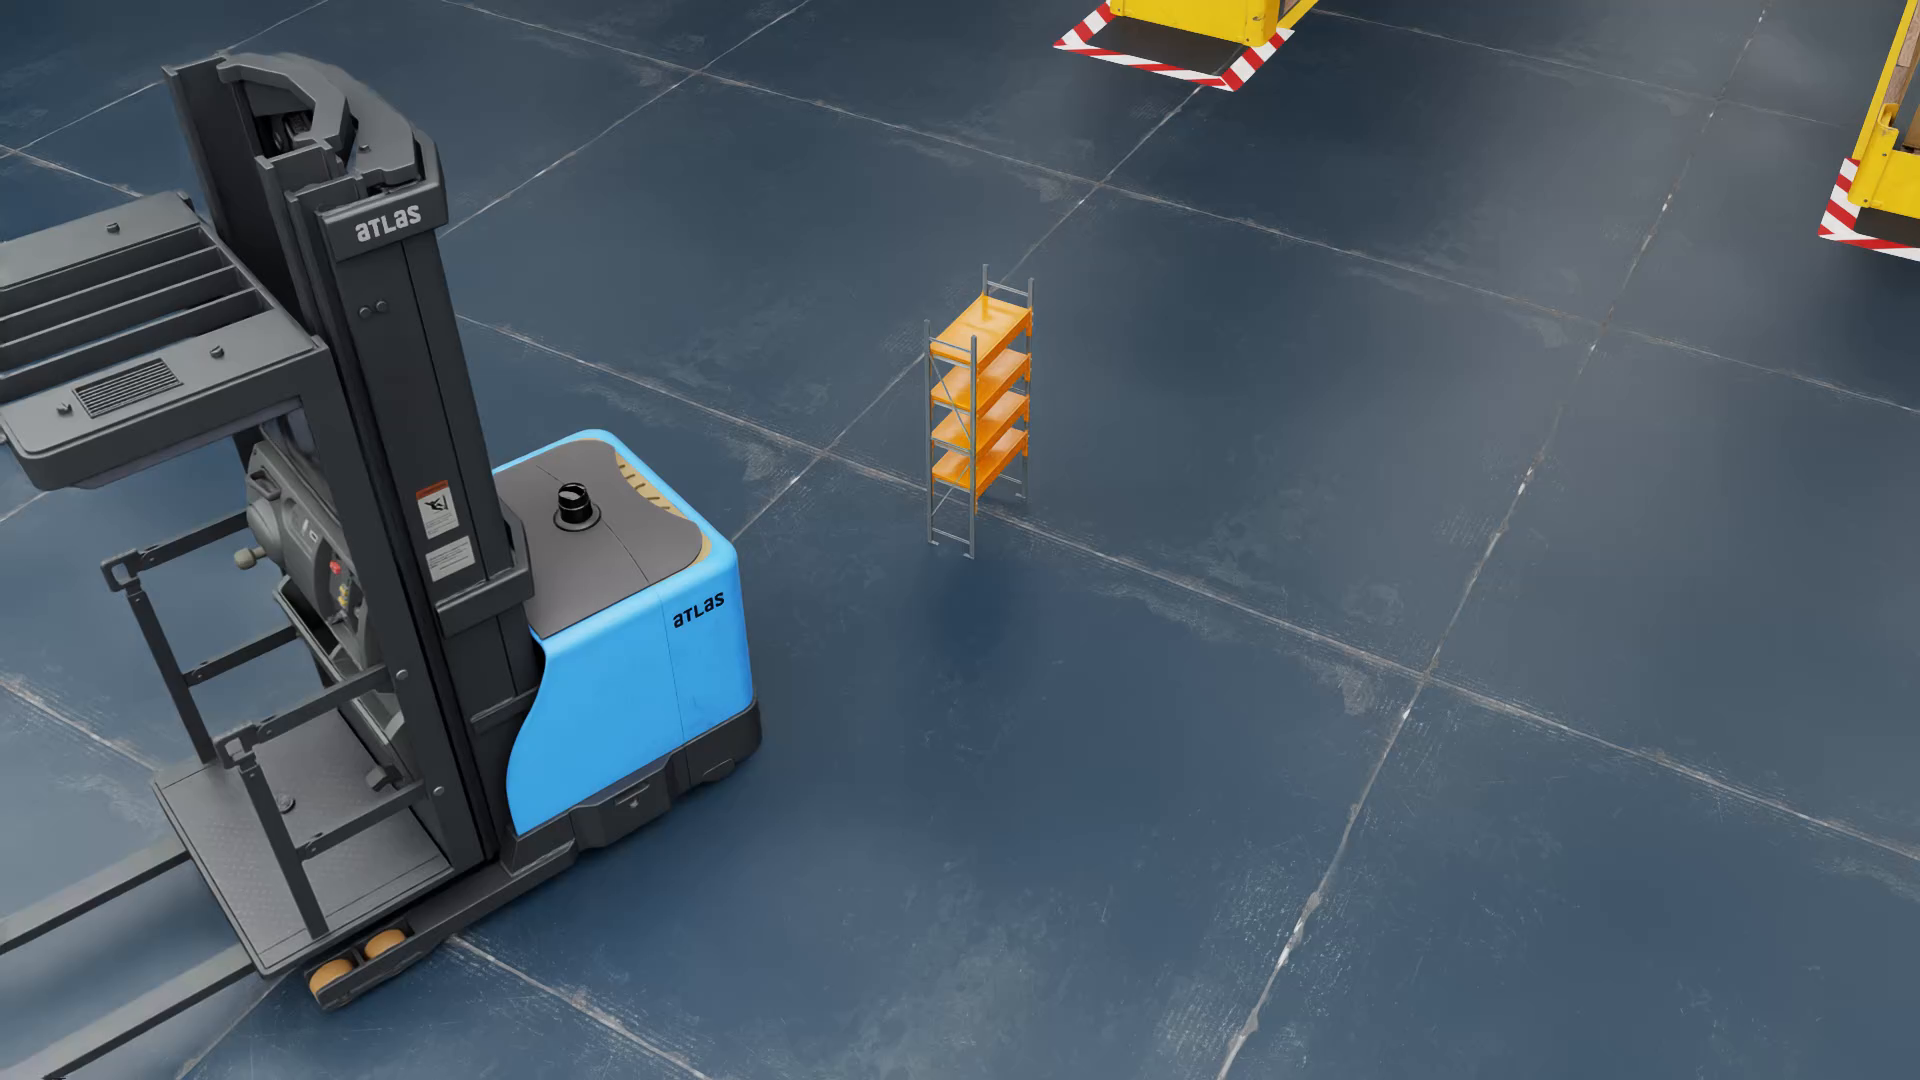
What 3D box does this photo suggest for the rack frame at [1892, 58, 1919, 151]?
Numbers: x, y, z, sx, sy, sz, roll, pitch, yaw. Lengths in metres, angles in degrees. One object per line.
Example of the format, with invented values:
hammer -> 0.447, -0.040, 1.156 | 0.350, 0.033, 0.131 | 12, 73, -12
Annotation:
rack frame -> 5.840, -3.040, 8.748 | 1.000, 3.000, 0.127 | 21, 45, 22

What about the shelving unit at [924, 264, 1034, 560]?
shelving unit -> 0.083, -0.545, 7.277 | 0.258, 1.200, 0.503 | 21, 45, 22

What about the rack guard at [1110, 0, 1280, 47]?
rack guard -> 1.634, -3.843, 11.551 | 1.175, 0.500, 0.348 | 21, 45, 22

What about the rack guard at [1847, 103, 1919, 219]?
rack guard -> 5.828, -2.088, 9.558 | 1.175, 0.500, 0.348 | 21, 45, 22

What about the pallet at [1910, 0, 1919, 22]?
pallet -> 7.393, -3.873, 11.804 | 1.003, 0.211, 1.213 | 21, 45, 22

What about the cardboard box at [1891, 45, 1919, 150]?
cardboard box -> 6.122, -2.810, 9.776 | 0.875, 0.875, 0.875 | 21, 46, 22

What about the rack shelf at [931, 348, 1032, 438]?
rack shelf -> 0.083, -0.662, 7.173 | 0.258, 0.148, 0.480 | 21, 45, 22

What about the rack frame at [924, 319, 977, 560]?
rack frame -> -0.039, -0.405, 7.118 | 0.240, 1.200, 0.015 | 21, 45, 22

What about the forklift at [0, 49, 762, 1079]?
forklift -> -2.242, 0.113, 5.219 | 3.031, 2.935, 1.130 | -28, 49, -28

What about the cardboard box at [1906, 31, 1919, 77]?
cardboard box -> 6.561, -3.314, 10.349 | 0.875, 0.875, 0.875 | 20, 45, 21

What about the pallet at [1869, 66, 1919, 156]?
pallet -> 6.172, -2.477, 10.218 | 1.003, 0.211, 1.213 | 21, 45, 22

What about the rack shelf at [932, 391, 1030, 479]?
rack shelf -> 0.083, -0.495, 7.321 | 0.258, 0.148, 0.480 | 21, 45, 22

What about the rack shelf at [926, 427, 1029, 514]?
rack shelf -> 0.083, -0.345, 7.452 | 0.258, 0.148, 0.480 | 21, 45, 22

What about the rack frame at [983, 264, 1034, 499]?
rack frame -> 0.205, -0.685, 7.435 | 0.240, 1.200, 0.015 | 21, 45, 22

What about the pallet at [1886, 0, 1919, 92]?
pallet -> 6.784, -3.172, 11.008 | 1.003, 0.211, 1.213 | 21, 45, 22

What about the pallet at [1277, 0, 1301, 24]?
pallet -> 2.072, -4.188, 12.162 | 1.003, 0.211, 1.213 | 21, 45, 22

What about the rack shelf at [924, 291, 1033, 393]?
rack shelf -> 0.083, -0.840, 7.017 | 0.258, 0.148, 0.480 | 21, 45, 22
